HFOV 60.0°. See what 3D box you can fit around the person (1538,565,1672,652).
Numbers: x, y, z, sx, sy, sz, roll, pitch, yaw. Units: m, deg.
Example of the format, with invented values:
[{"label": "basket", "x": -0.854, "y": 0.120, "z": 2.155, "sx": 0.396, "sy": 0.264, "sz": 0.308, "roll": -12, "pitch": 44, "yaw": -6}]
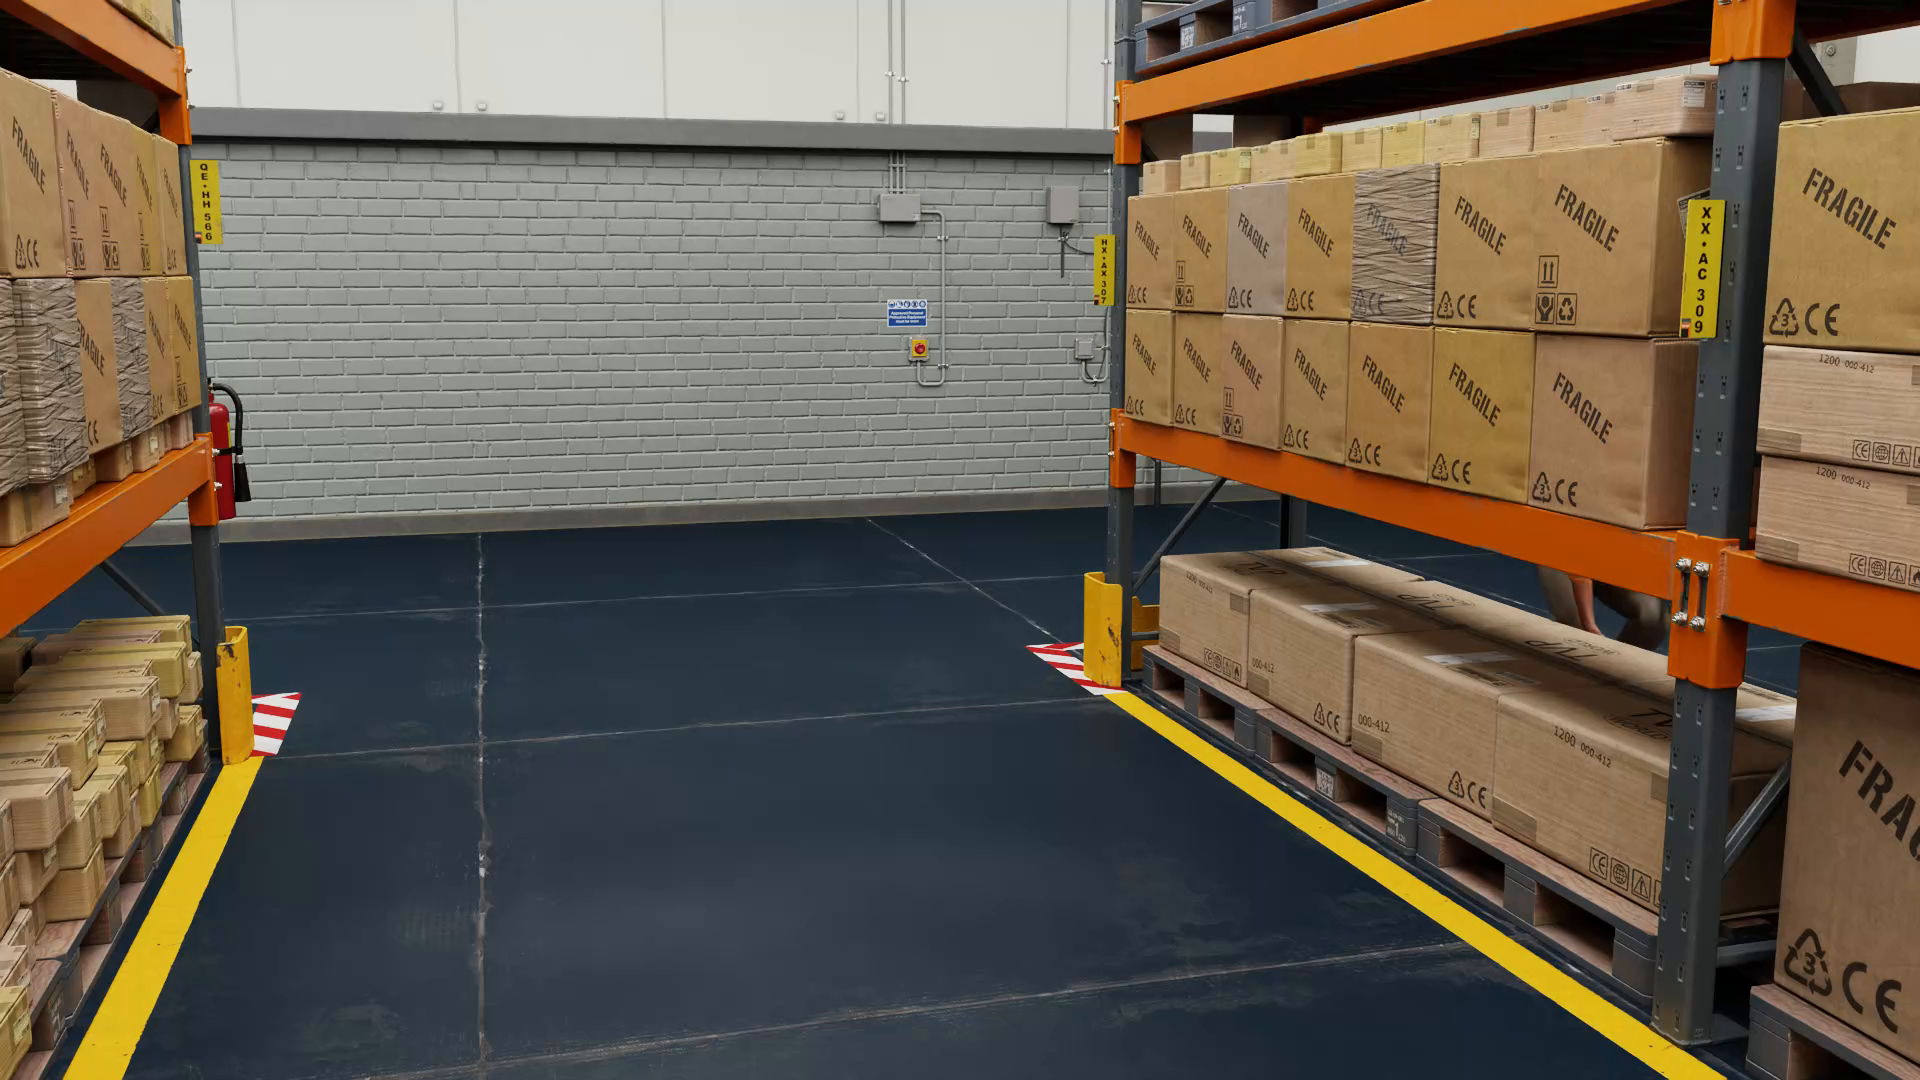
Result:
[{"label": "person", "x": 3.010, "y": 0.188, "z": 7.645, "sx": 0.576, "sy": 1.133, "sz": 0.823, "roll": 0, "pitch": 9, "yaw": -1}]
